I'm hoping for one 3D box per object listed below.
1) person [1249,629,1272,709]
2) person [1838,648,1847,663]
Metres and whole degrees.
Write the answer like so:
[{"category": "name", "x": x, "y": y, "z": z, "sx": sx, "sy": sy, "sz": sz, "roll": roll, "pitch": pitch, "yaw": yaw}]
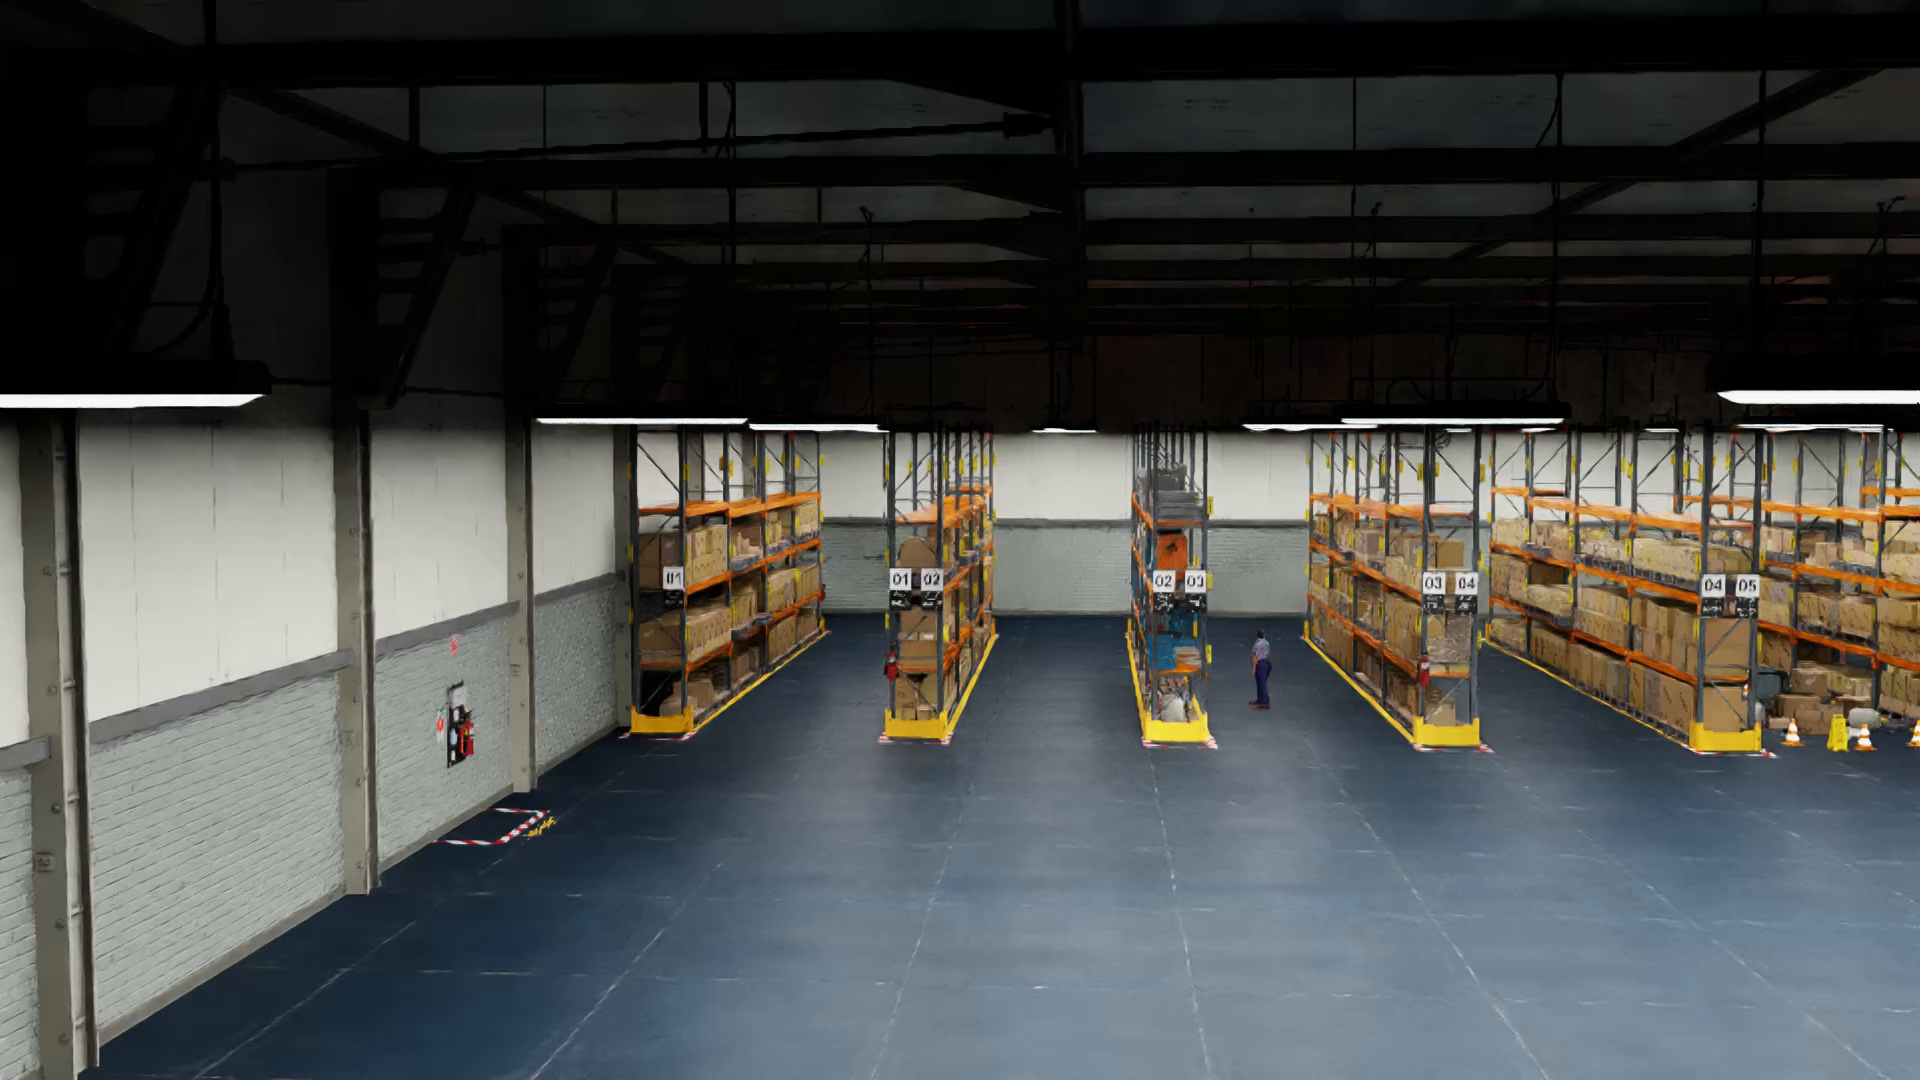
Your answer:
[{"category": "person", "x": 6.292, "y": 2.687, "z": 34.911, "sx": 0.551, "sy": 1.630, "sz": 0.599, "roll": 2, "pitch": 4, "yaw": 34}, {"category": "person", "x": 21.663, "y": 2.270, "z": 41.121, "sx": 0.569, "sy": 1.668, "sz": 0.559, "roll": 2, "pitch": 4, "yaw": 34}]
